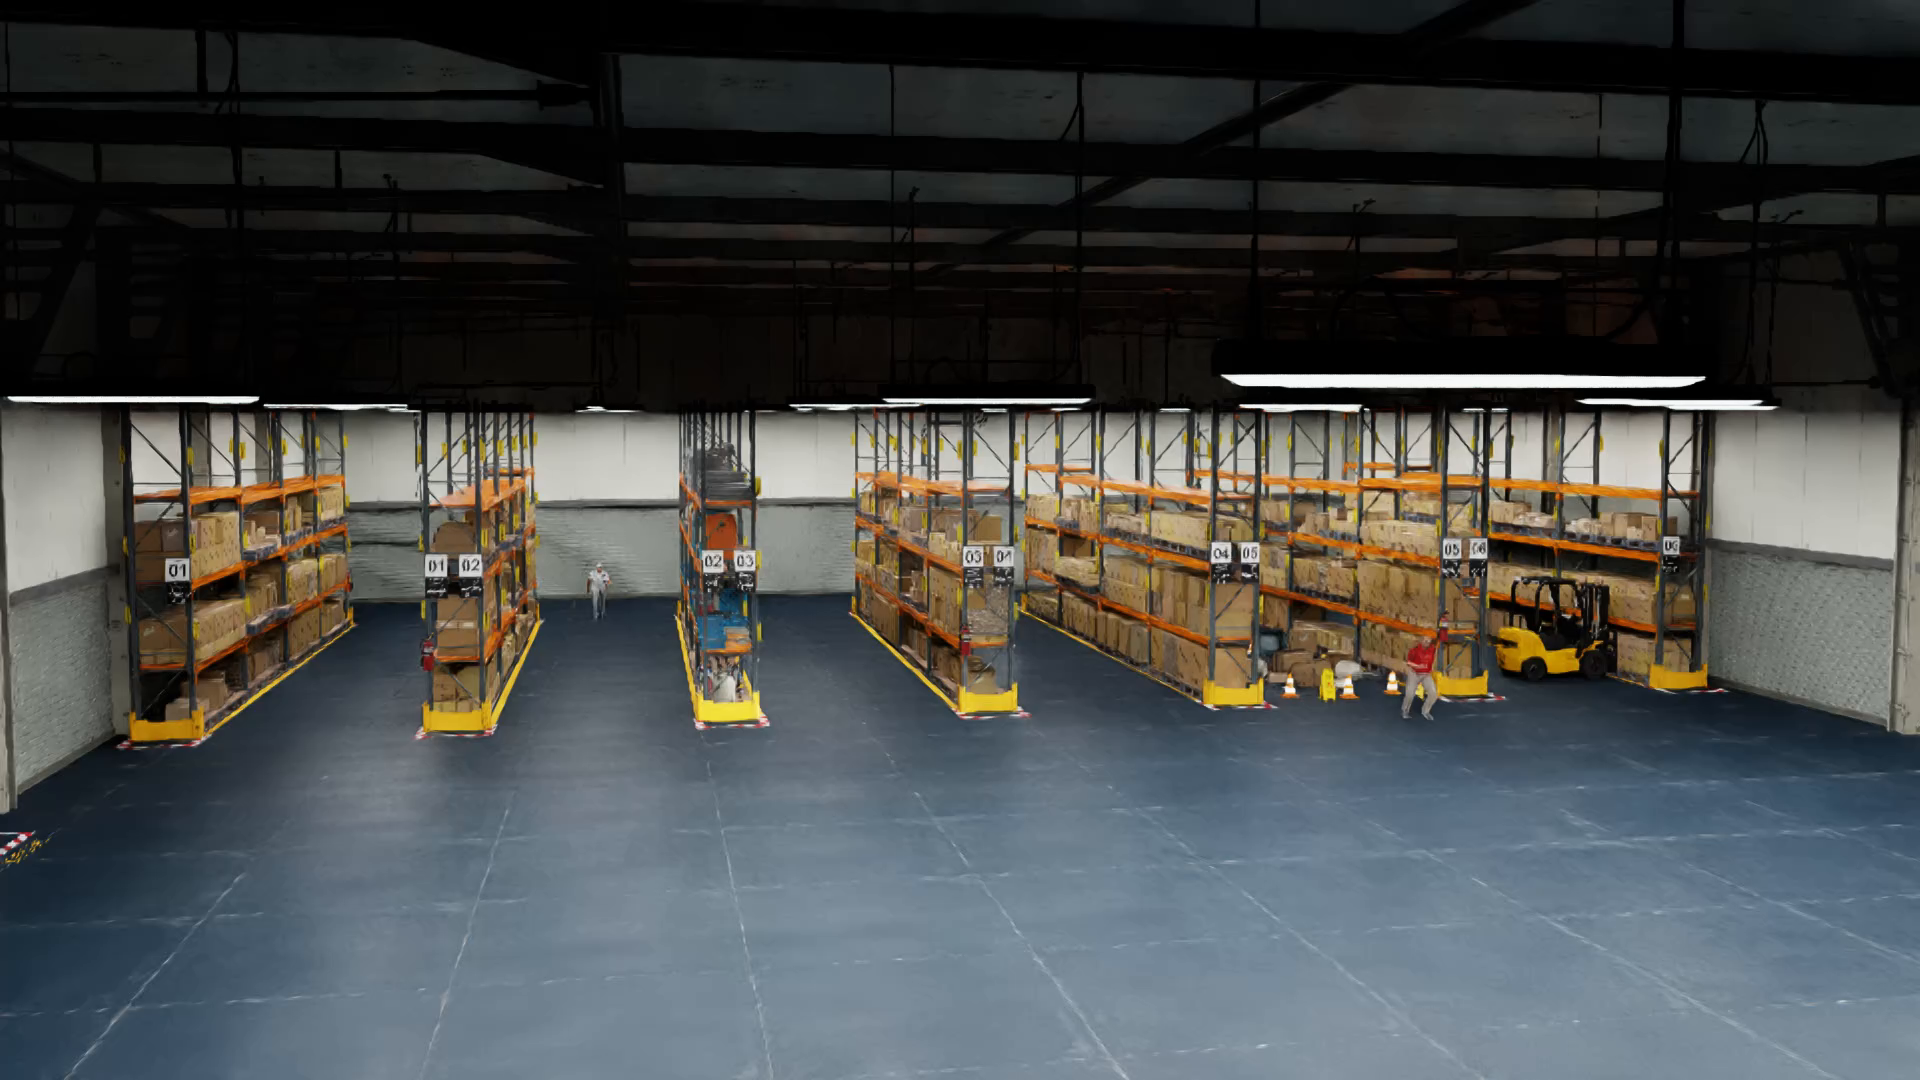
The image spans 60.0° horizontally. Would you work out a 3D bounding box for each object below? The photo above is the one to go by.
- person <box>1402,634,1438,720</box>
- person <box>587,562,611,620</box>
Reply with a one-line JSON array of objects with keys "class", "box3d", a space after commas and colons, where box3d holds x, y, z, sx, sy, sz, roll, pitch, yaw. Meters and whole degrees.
[{"class": "person", "box3d": [8.633, 2.555, 31.094, 0.655, 1.639, 0.937, 0, 4, -6]}, {"class": "person", "box3d": [-10.107, 1.411, 46.608, 0.631, 1.602, 0.802, -1, 4, -16]}]
